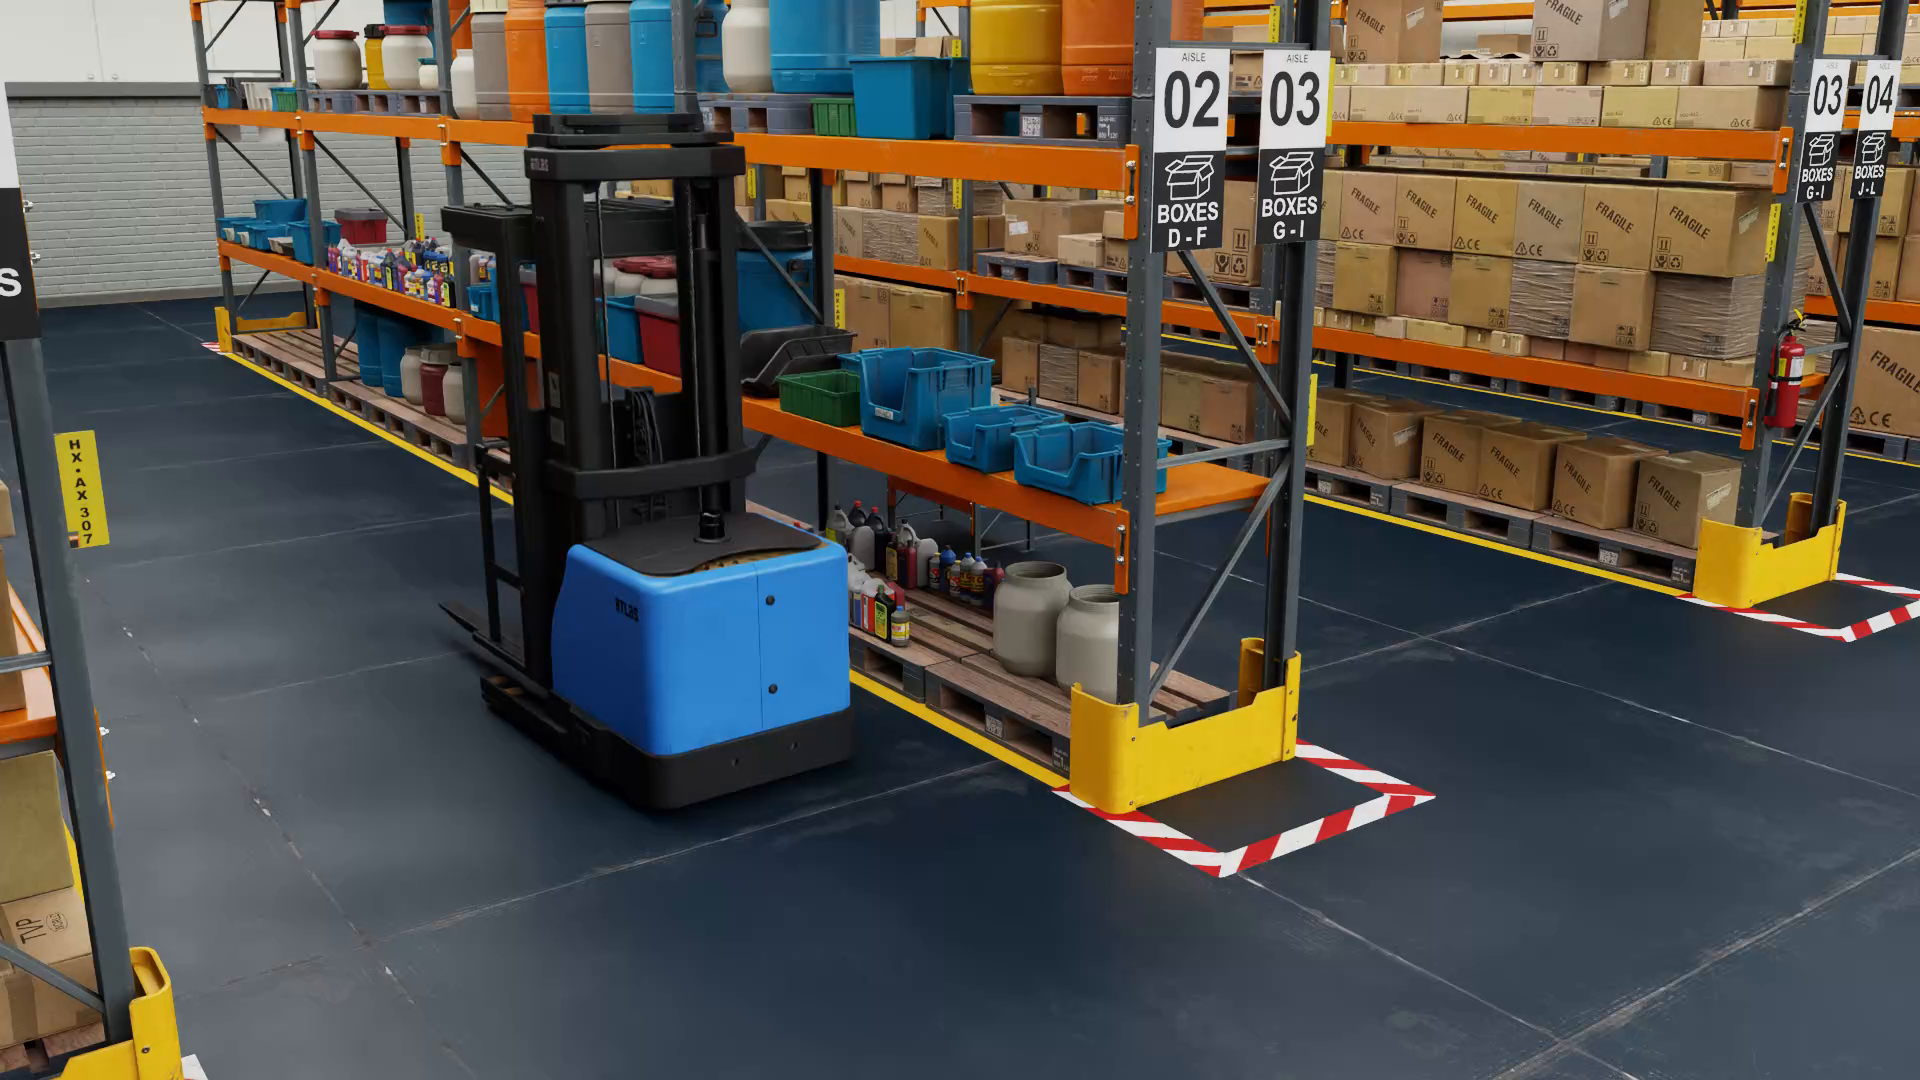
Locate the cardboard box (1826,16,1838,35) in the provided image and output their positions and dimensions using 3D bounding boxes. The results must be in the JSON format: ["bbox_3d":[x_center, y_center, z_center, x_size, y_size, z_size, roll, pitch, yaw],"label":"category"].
[{"bbox_3d":[7.387,-4.351,14.089,0.380,0.149,0.250,-11,19,-34],"label":"cardboard box"}]

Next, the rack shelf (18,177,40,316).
[{"bbox_3d":[-4.064,-1.125,5.687,1.077,0.370,4.000,-11,19,-35],"label":"rack shelf"}]

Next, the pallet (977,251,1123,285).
[{"bbox_3d":[0.929,-2.616,15.814,1.213,0.211,1.003,-11,19,-35],"label":"pallet"}]

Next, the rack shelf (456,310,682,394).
[{"bbox_3d":[-2.407,-1.301,12.010,1.077,0.370,4.000,-11,19,-35],"label":"rack shelf"}]

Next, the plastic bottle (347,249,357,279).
[{"bbox_3d":[-5.710,-2.602,15.644,0.097,0.271,0.097,0,15,0],"label":"plastic bottle"}]

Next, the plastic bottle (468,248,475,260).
[{"bbox_3d":[-4.482,-2.525,15.211,0.144,0.351,0.185,-11,19,-35],"label":"plastic bottle"}]

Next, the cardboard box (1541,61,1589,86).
[{"bbox_3d":[3.952,-2.992,10.672,0.380,0.149,0.250,-12,19,-37],"label":"cardboard box"}]

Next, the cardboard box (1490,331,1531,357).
[{"bbox_3d":[3.826,-1.347,11.292,0.380,0.149,0.250,-11,19,-35],"label":"cardboard box"}]

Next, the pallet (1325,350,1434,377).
[{"bbox_3d":[4.897,-2.067,18.728,1.003,0.211,1.213,-11,19,-35],"label":"pallet"}]

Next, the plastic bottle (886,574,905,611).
[{"bbox_3d":[-0.354,0.333,8.991,0.061,0.283,0.133,-11,19,-35],"label":"plastic bottle"}]

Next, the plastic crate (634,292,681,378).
[{"bbox_3d":[-1.763,-1.308,10.550,0.402,0.464,0.583,-11,19,-35],"label":"plastic crate"}]

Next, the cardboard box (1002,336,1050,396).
[{"bbox_3d":[0.833,-1.710,16.044,0.700,0.500,0.500,-12,19,-37],"label":"cardboard box"}]

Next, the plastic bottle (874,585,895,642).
[{"bbox_3d":[-0.397,0.385,8.799,0.061,0.283,0.133,-10,18,-33],"label":"plastic bottle"}]

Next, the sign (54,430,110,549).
[{"bbox_3d":[-2.436,-0.139,4.613,0.100,0.325,0.005,-11,19,-35],"label":"sign"}]

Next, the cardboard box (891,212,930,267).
[{"bbox_3d":[-0.356,-3.066,16.907,0.500,0.500,0.500,-11,19,-35],"label":"cardboard box"}]

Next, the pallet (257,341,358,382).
[{"bbox_3d":[-7.120,-1.996,18.468,1.003,0.211,1.213,-11,19,-35],"label":"pallet"}]

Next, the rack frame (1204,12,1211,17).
[{"bbox_3d":[3.736,-8.984,27.353,1.000,3.000,0.127,-11,19,-35],"label":"rack frame"}]

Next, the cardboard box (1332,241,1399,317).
[{"bbox_3d":[3.255,-1.963,12.314,0.875,0.500,0.500,-11,19,-35],"label":"cardboard box"}]

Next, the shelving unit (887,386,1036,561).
[{"bbox_3d":[-0.004,-0.544,11.433,0.538,1.125,1.048,-11,19,-35],"label":"shelving unit"}]

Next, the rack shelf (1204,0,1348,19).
[{"bbox_3d":[3.319,-6.373,19.934,1.077,0.370,4.000,-11,19,-35],"label":"rack shelf"}]

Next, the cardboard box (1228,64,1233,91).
[{"bbox_3d":[2.142,-3.759,13.406,0.396,0.266,0.258,-10,18,-33],"label":"cardboard box"}]

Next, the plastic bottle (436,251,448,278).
[{"bbox_3d":[-4.805,-2.546,15.439,0.097,0.271,0.097,0,15,0],"label":"plastic bottle"}]

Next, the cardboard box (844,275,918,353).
[{"bbox_3d":[-0.483,-2.364,17.759,1.225,0.875,0.875,-11,19,-34],"label":"cardboard box"}]

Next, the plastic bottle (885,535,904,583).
[{"bbox_3d":[-0.384,0.101,9.836,0.061,0.283,0.133,-11,19,-35],"label":"plastic bottle"}]

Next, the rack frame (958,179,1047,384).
[{"bbox_3d":[0.423,-2.844,16.284,1.000,3.000,0.127,-11,19,-35],"label":"rack frame"}]

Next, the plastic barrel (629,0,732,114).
[{"bbox_3d":[-1.706,-2.984,10.166,0.600,0.901,0.708,-11,19,-35],"label":"plastic barrel"}]

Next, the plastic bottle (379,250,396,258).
[{"bbox_3d":[-5.303,-2.537,15.399,0.152,0.276,0.135,-11,19,-35],"label":"plastic bottle"}]

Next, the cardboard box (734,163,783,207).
[{"bbox_3d":[-2.415,-4.187,19.493,0.500,0.500,0.500,-10,18,-33],"label":"cardboard box"}]

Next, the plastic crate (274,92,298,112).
[{"bbox_3d":[-6.428,-4.317,16.387,0.450,0.188,0.662,-11,19,-35],"label":"plastic crate"}]

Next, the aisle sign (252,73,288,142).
[{"bbox_3d":[-8.092,-5.098,19.596,0.394,0.787,0.004,-11,19,-35],"label":"aisle sign"}]

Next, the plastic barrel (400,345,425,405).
[{"bbox_3d":[-4.953,-1.527,15.391,0.421,0.512,0.421,0,15,0],"label":"plastic barrel"}]

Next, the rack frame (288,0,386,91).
[{"bbox_3d":[-5.935,-5.823,15.804,1.000,3.000,0.127,-11,19,-35],"label":"rack frame"}]

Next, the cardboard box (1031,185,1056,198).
[{"bbox_3d":[1.326,-4.808,22.709,0.500,0.500,0.500,-11,19,-36],"label":"cardboard box"}]

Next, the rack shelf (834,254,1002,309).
[{"bbox_3d":[-0.753,-2.924,17.939,1.077,0.370,4.000,-11,19,-35],"label":"rack shelf"}]

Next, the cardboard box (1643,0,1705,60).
[{"bbox_3d":[4.473,-3.374,10.839,0.500,0.500,0.500,-11,19,-35],"label":"cardboard box"}]

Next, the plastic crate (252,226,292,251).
[{"bbox_3d":[-7.457,-3.282,18.090,0.416,0.233,0.300,-11,19,-35],"label":"plastic crate"}]

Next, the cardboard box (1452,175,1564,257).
[{"bbox_3d":[3.726,-2.210,11.320,0.500,0.500,0.500,-11,19,-35],"label":"cardboard box"}]

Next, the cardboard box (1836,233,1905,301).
[{"bbox_3d":[8.030,-2.388,14.335,0.875,0.550,0.500,-11,19,-35],"label":"cardboard box"}]

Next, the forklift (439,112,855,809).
[{"bbox_3d":[-1.781,-0.585,8.162,1.130,2.935,3.031,-11,19,-36],"label":"forklift"}]

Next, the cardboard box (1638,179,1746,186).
[{"bbox_3d":[4.736,-2.077,10.836,0.500,0.500,0.500,-11,19,-35],"label":"cardboard box"}]

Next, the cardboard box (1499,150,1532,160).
[{"bbox_3d":[7.615,-5.090,22.409,0.500,0.500,0.500,-10,18,-34],"label":"cardboard box"}]

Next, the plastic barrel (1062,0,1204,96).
[{"bbox_3d":[0.732,-2.307,7.032,0.600,0.830,0.708,-11,19,-35],"label":"plastic barrel"}]

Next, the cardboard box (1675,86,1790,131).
[{"bbox_3d":[4.638,-2.573,9.898,0.500,0.250,0.500,-10,18,-33],"label":"cardboard box"}]

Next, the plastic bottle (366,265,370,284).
[{"bbox_3d":[-5.380,-2.449,15.216,0.097,0.201,0.097,0,15,0],"label":"plastic bottle"}]

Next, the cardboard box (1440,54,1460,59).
[{"bbox_3d":[5.352,-5.070,17.920,0.500,0.311,0.500,-11,19,-35],"label":"cardboard box"}]

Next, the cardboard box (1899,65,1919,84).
[{"bbox_3d":[7.833,-3.804,13.602,0.380,0.149,0.250,-11,19,-34],"label":"cardboard box"}]

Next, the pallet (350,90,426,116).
[{"bbox_3d":[-4.726,-3.891,14.785,1.003,0.211,1.213,-11,19,-35],"label":"pallet"}]

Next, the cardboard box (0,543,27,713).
[{"bbox_3d":[-3.152,0.252,4.786,0.700,0.500,0.500,-11,19,-35],"label":"cardboard box"}]

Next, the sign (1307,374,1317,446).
[{"bbox_3d":[1.568,-0.585,7.506,0.100,0.325,0.005,-11,19,-35],"label":"sign"}]

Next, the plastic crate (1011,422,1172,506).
[{"bbox_3d":[0.584,-0.355,7.474,0.499,0.251,0.616,-11,19,-35],"label":"plastic crate"}]

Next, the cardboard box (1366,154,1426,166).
[{"bbox_3d":[4.751,-4.025,18.517,0.700,0.500,0.500,-11,19,-35],"label":"cardboard box"}]

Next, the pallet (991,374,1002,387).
[{"bbox_3d":[0.021,-1.679,17.310,1.003,0.211,1.213,-11,19,-35],"label":"pallet"}]

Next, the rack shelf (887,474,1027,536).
[{"bbox_3d":[-0.004,-0.308,11.497,0.538,0.278,1.000,-11,19,-35],"label":"rack shelf"}]

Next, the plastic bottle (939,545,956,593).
[{"bbox_3d":[-0.073,0.164,9.630,0.097,0.271,0.097,0,15,0],"label":"plastic bottle"}]
